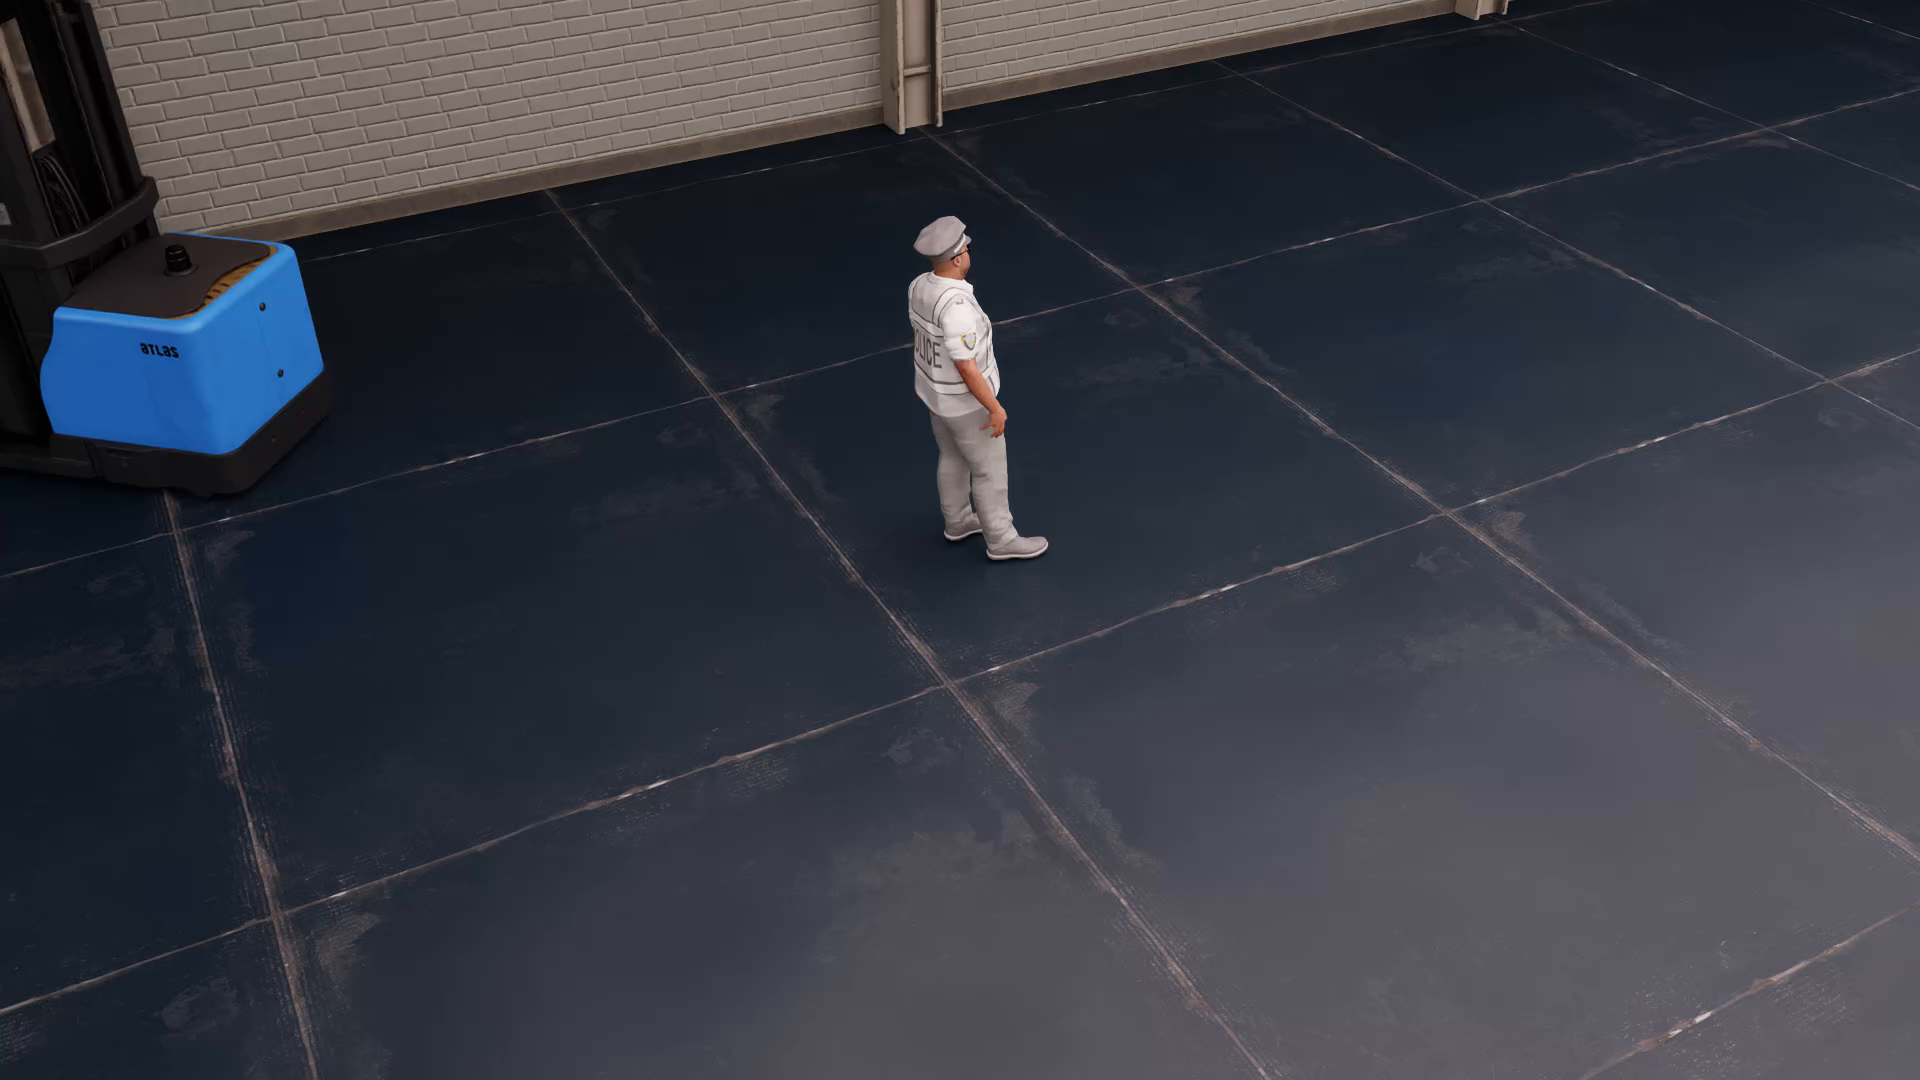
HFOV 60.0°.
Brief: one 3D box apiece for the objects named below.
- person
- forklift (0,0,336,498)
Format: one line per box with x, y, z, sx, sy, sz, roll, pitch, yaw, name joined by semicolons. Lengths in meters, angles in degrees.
0.074;-0.748;8.165;0.575;1.781;0.640;-17;39;-23;person
-5.192;-1.862;8.758;3.031;2.935;1.130;8;36;11;forklift
